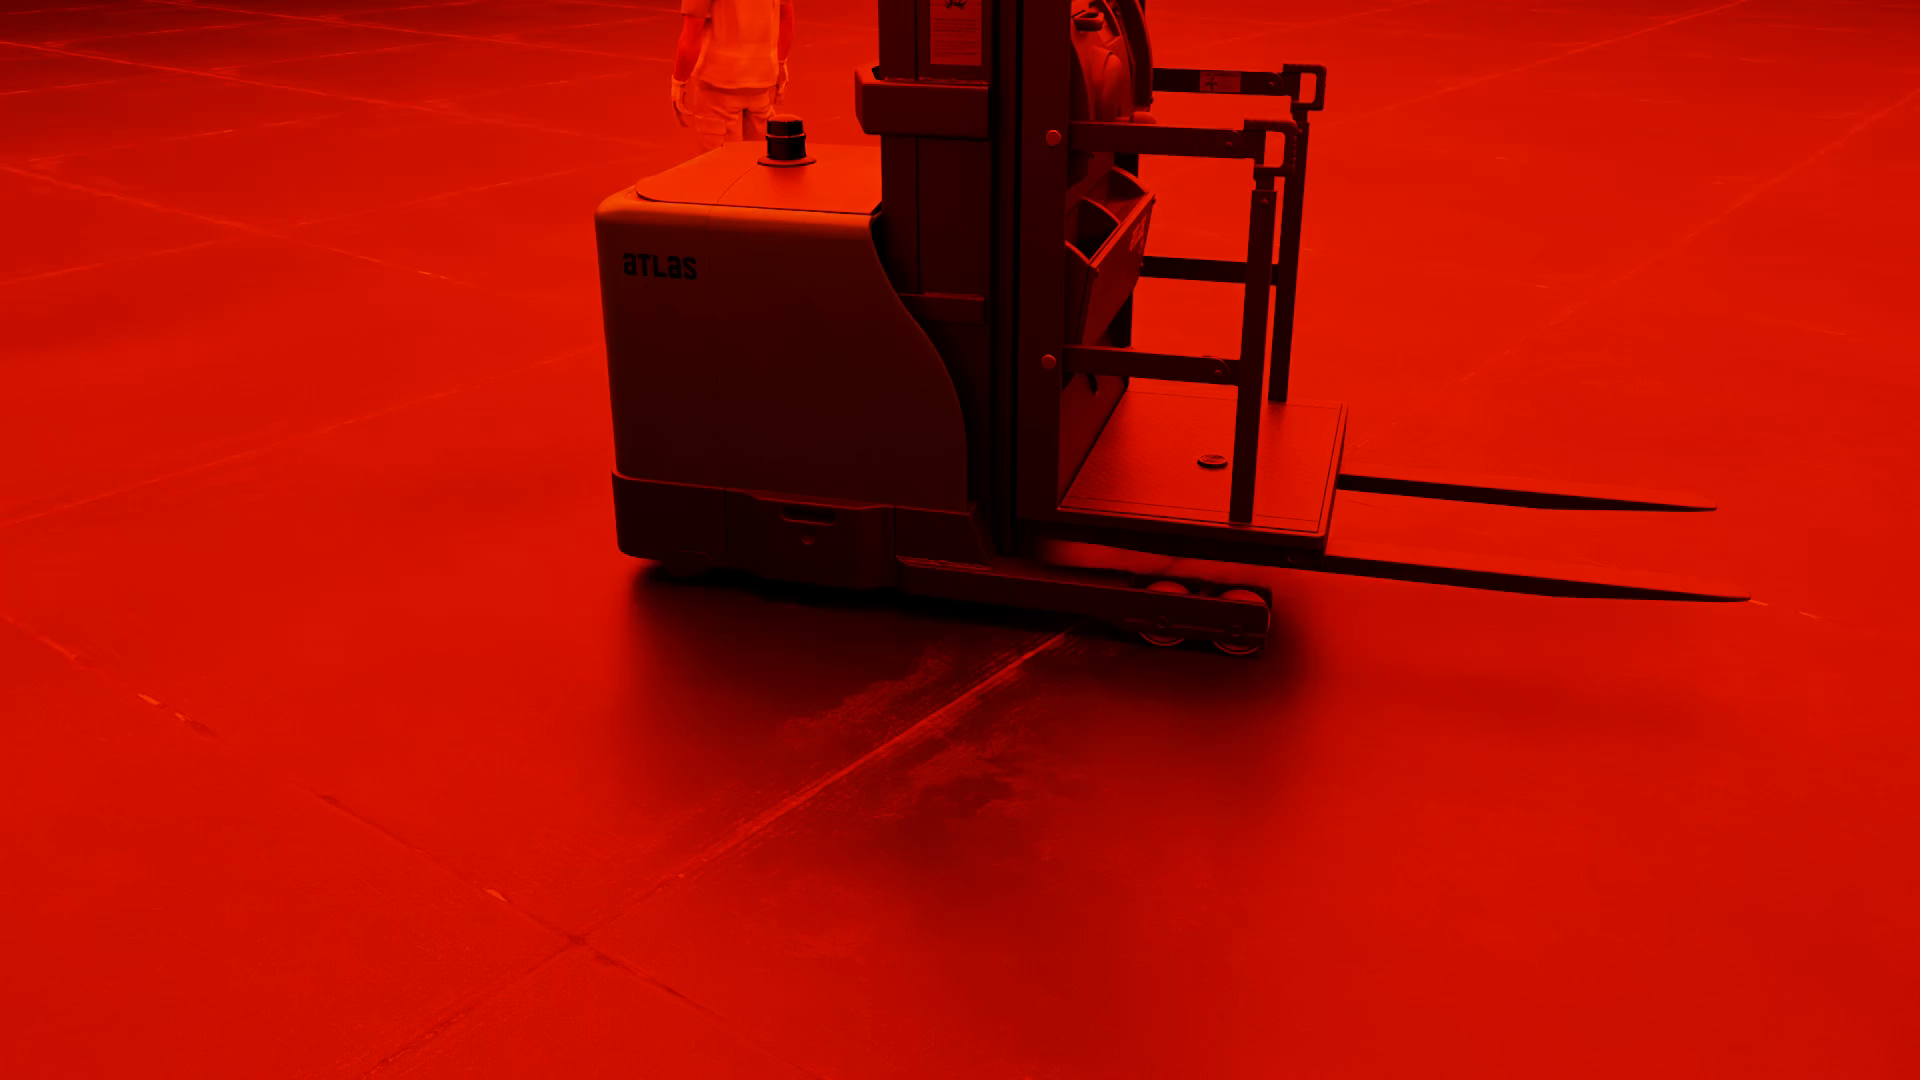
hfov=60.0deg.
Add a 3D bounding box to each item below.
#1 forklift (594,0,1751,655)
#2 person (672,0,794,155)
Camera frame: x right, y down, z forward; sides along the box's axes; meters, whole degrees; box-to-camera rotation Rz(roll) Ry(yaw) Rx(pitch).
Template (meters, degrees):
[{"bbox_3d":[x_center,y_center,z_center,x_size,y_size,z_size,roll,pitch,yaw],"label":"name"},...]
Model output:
[{"bbox_3d":[0.587,-1.281,4.284,3.031,2.935,1.130,6,24,14],"label":"forklift"},{"bbox_3d":[-1.066,-2.073,7.529,0.638,1.789,0.562,-21,31,-40],"label":"person"}]
